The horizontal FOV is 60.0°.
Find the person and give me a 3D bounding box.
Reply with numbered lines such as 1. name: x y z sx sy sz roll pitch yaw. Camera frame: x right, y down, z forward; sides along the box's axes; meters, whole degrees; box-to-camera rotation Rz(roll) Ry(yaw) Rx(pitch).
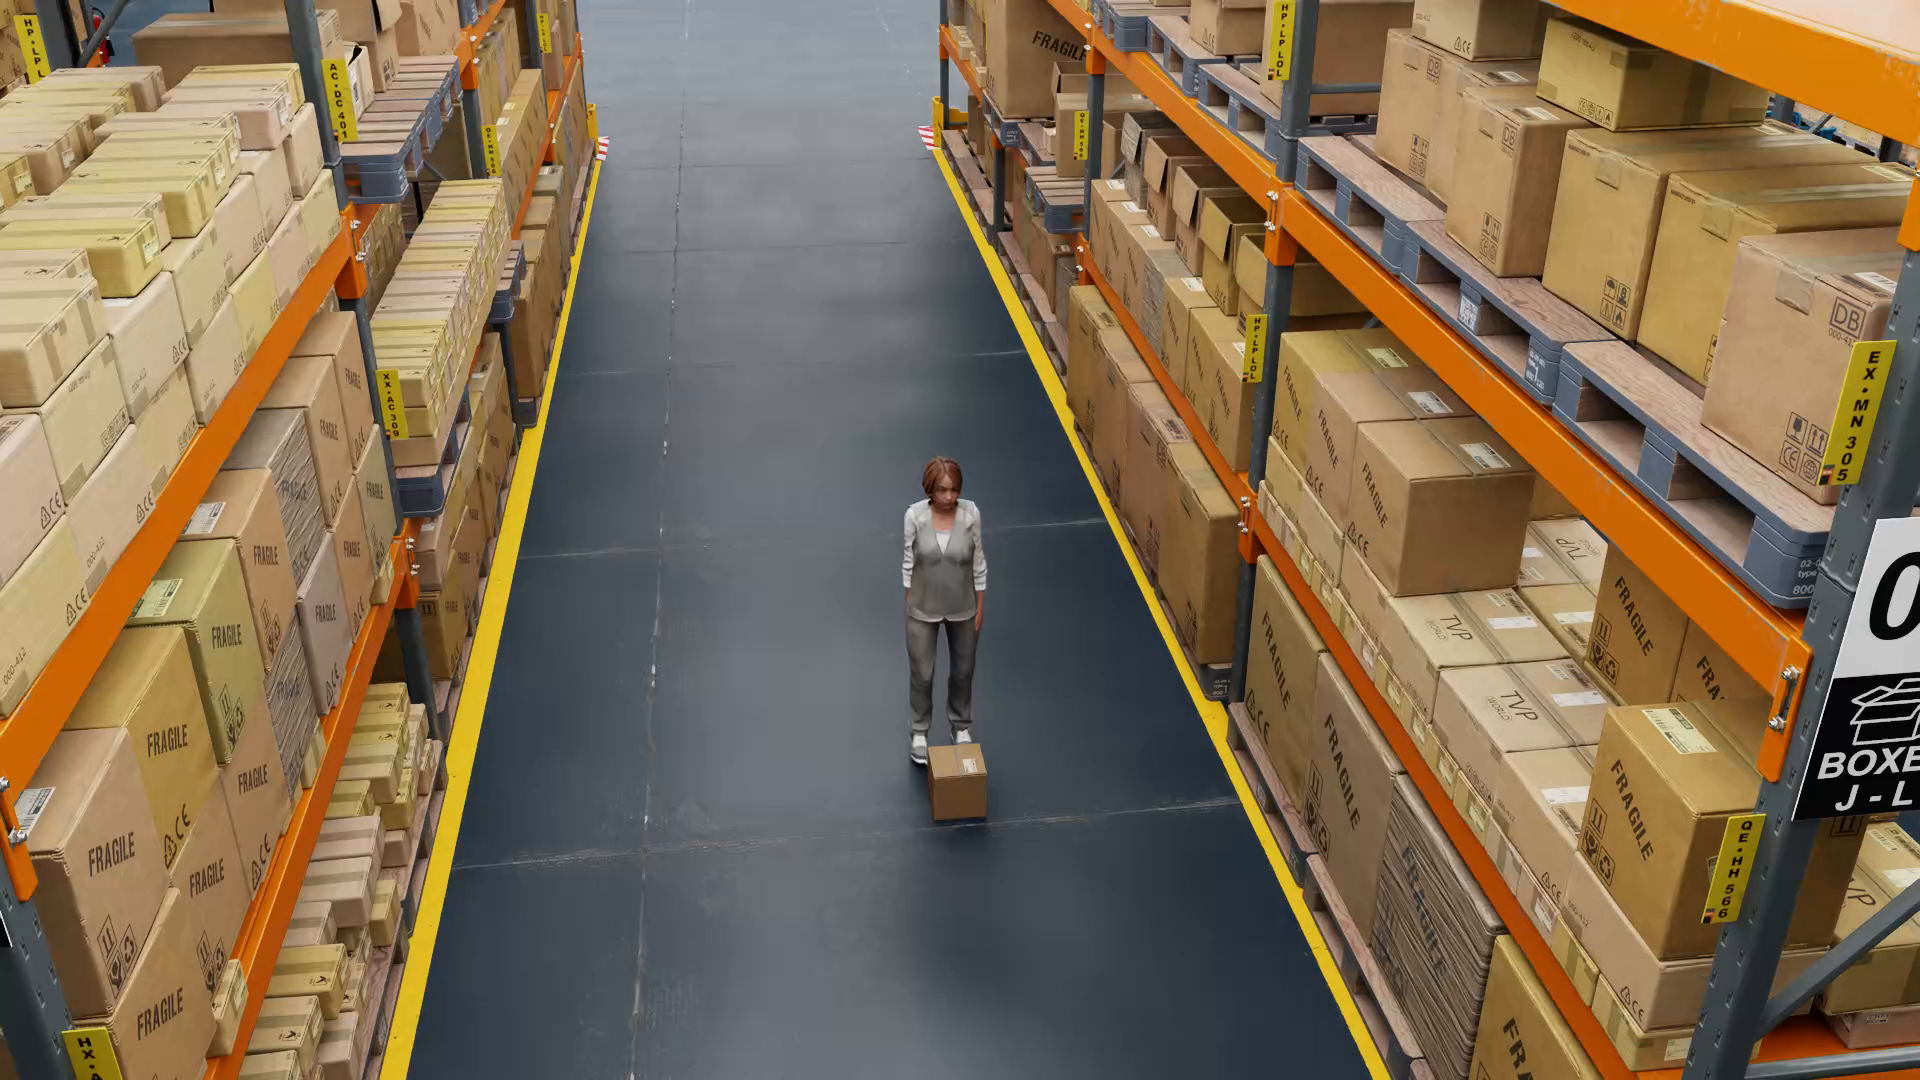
1. person: -0.072 0.338 7.987 0.404 1.598 0.312 -3 28 -6
